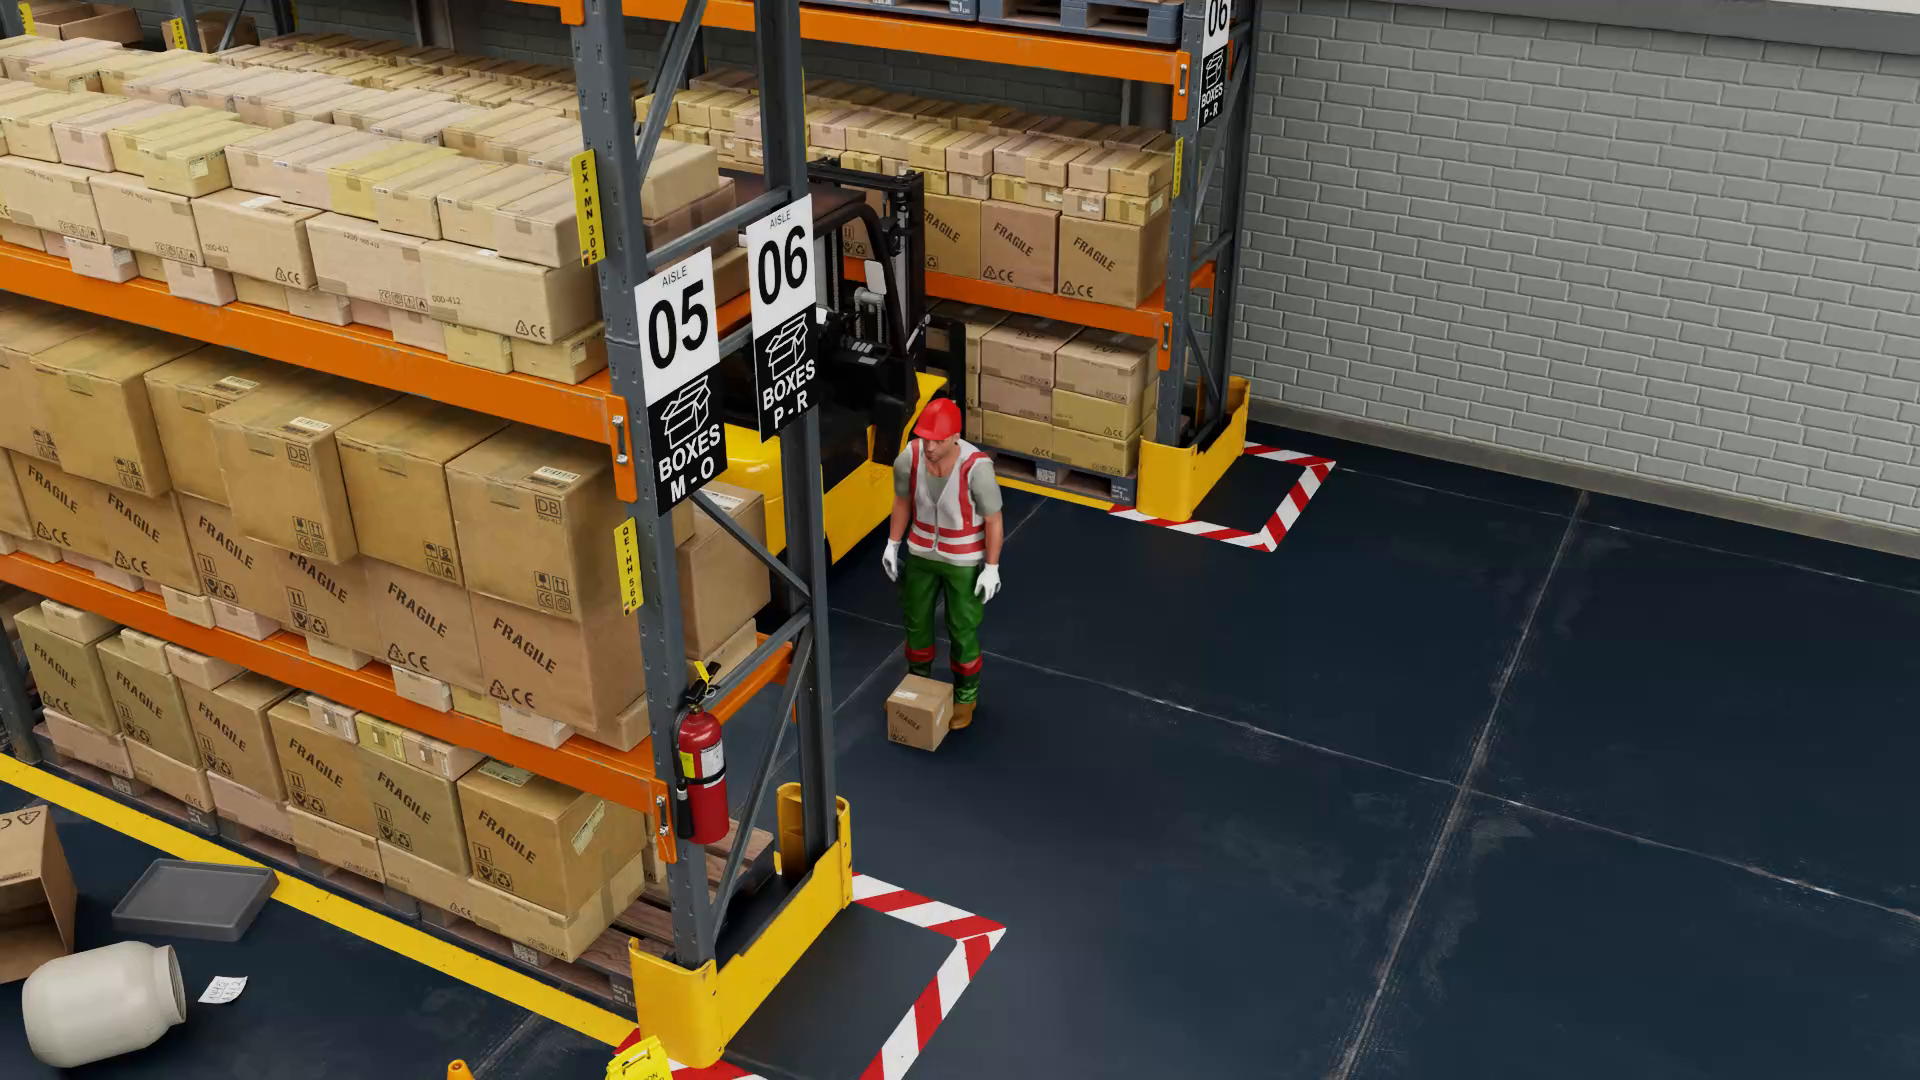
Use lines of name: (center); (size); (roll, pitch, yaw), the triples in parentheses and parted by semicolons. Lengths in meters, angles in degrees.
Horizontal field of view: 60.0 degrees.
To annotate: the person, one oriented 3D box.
person: (-0.086, 0.102, 8.101); (0.621, 1.779, 0.453); (13, 32, 22)
